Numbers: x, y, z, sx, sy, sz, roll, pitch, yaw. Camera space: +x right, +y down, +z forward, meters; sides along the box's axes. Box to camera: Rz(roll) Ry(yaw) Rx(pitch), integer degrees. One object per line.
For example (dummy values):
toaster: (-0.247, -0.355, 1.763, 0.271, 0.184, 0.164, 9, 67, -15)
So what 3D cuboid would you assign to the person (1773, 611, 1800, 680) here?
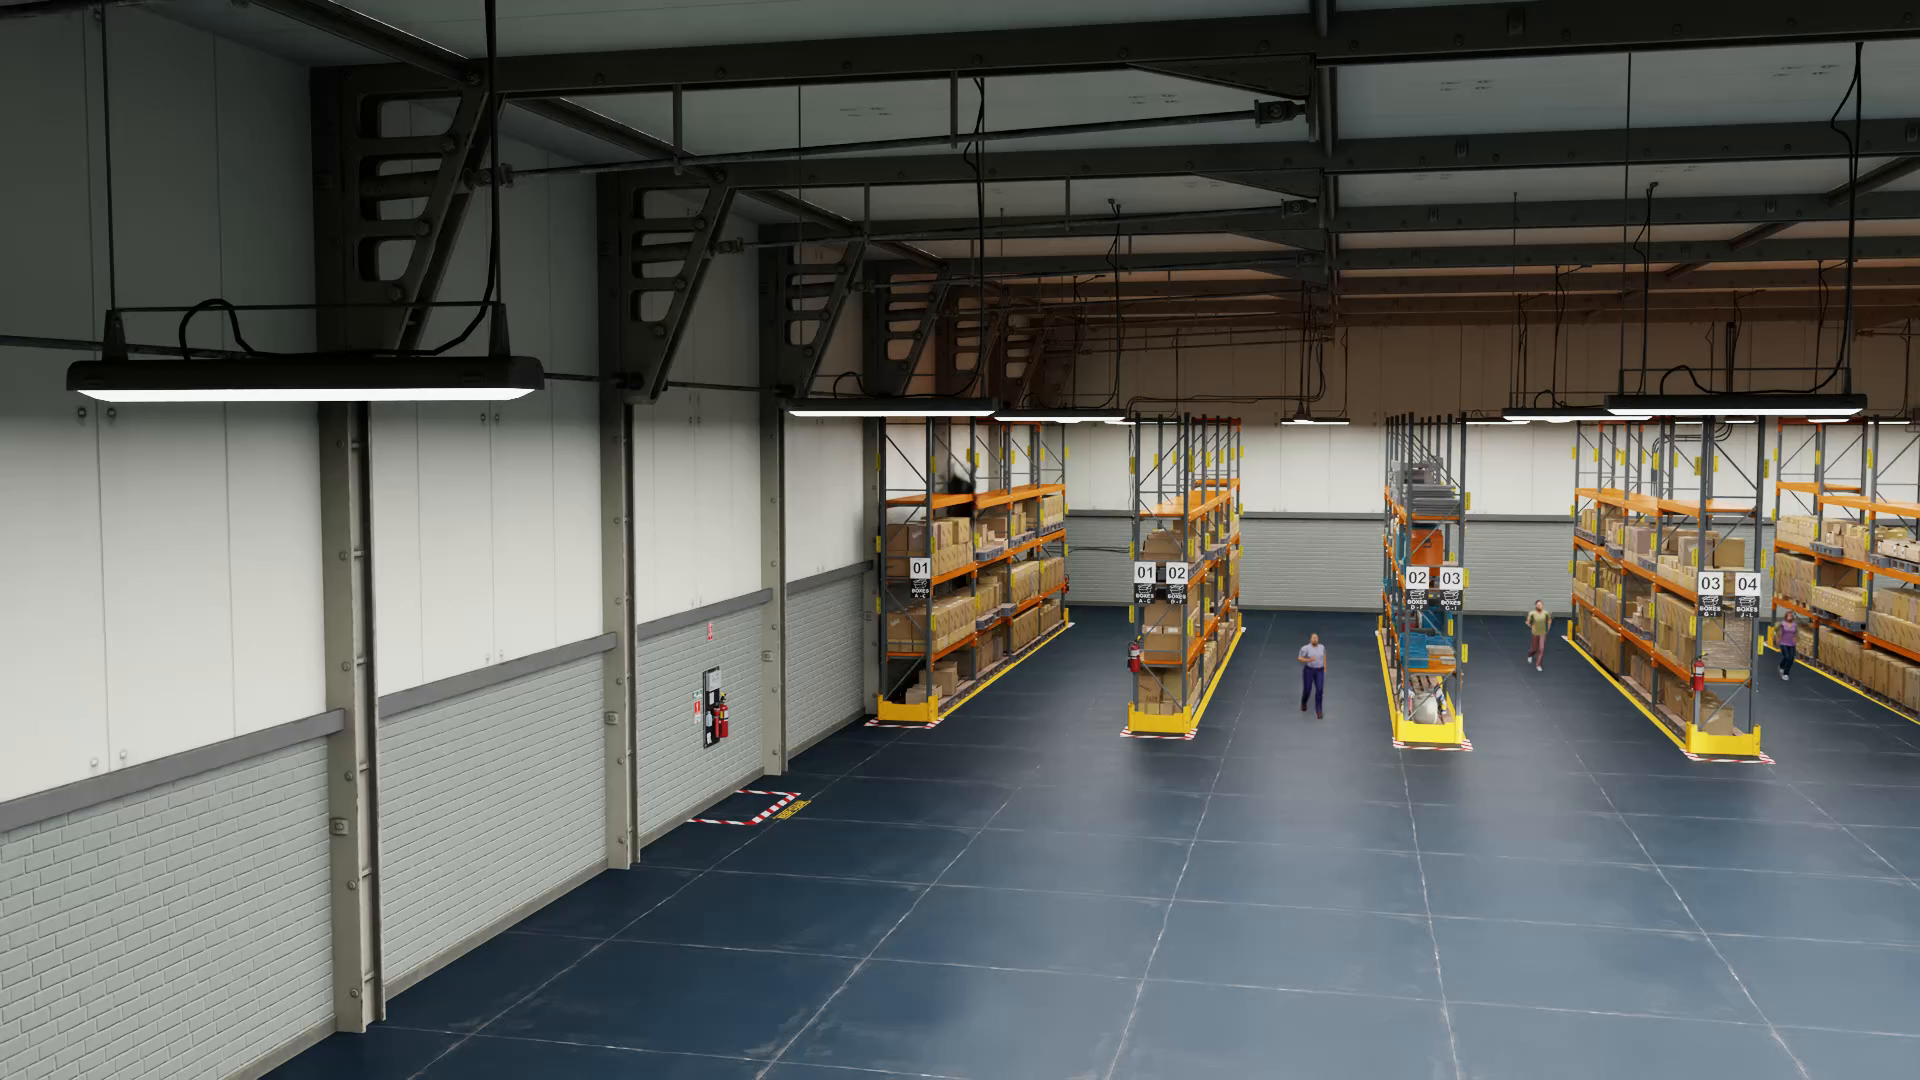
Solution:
person: (18.734, 2.406, 37.627, 0.525, 1.541, 0.556, 1, 4, 10)

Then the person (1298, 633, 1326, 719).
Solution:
person: (6.988, 2.658, 32.945, 0.632, 1.642, 0.902, 0, 4, -5)

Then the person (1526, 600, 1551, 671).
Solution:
person: (13.729, 2.245, 39.450, 0.587, 1.660, 0.808, 1, 4, 10)

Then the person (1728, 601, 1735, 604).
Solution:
person: (20.603, 1.898, 44.652, 0.577, 1.663, 0.630, 0, 4, -6)
